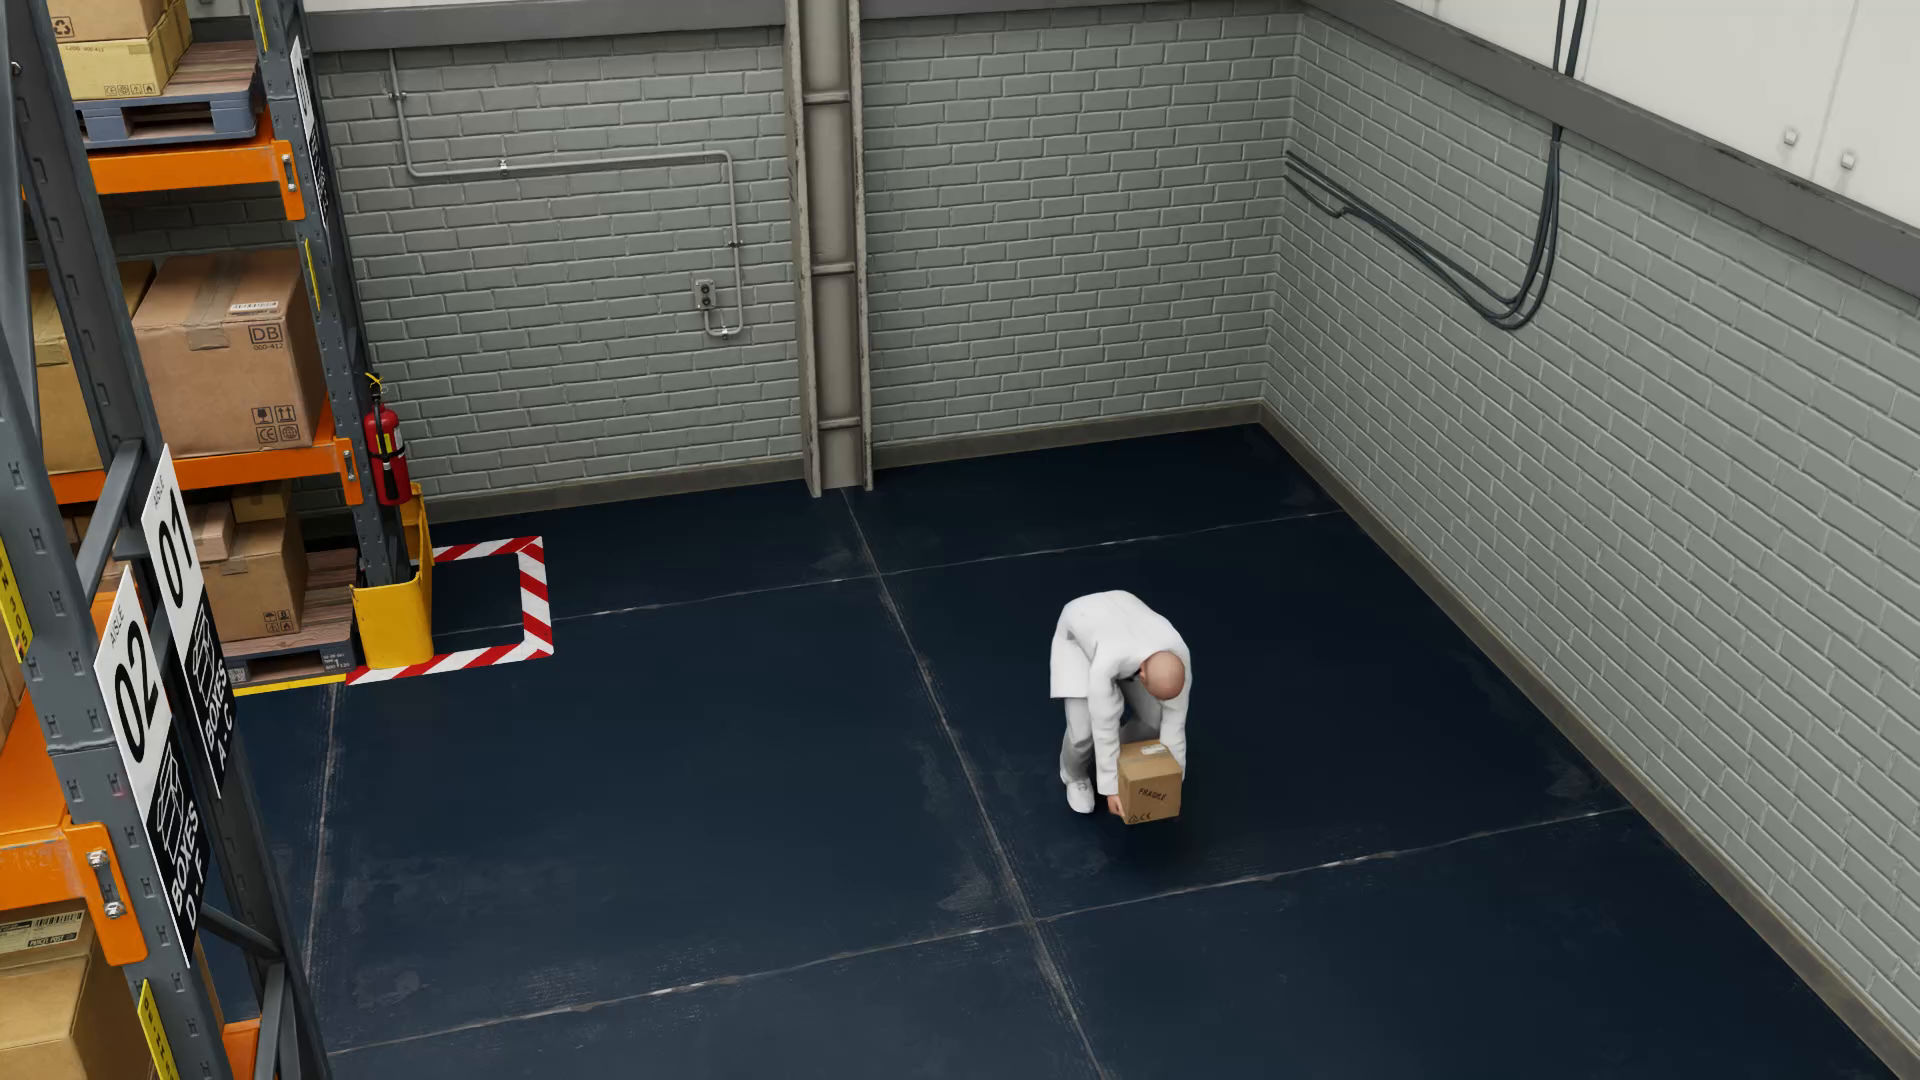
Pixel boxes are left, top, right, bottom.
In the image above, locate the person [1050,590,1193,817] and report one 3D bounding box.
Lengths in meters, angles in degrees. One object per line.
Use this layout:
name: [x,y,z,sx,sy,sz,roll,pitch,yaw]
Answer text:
person: [0.740,0.805,7.543,0.587,1.094,0.930,-9,31,-16]
